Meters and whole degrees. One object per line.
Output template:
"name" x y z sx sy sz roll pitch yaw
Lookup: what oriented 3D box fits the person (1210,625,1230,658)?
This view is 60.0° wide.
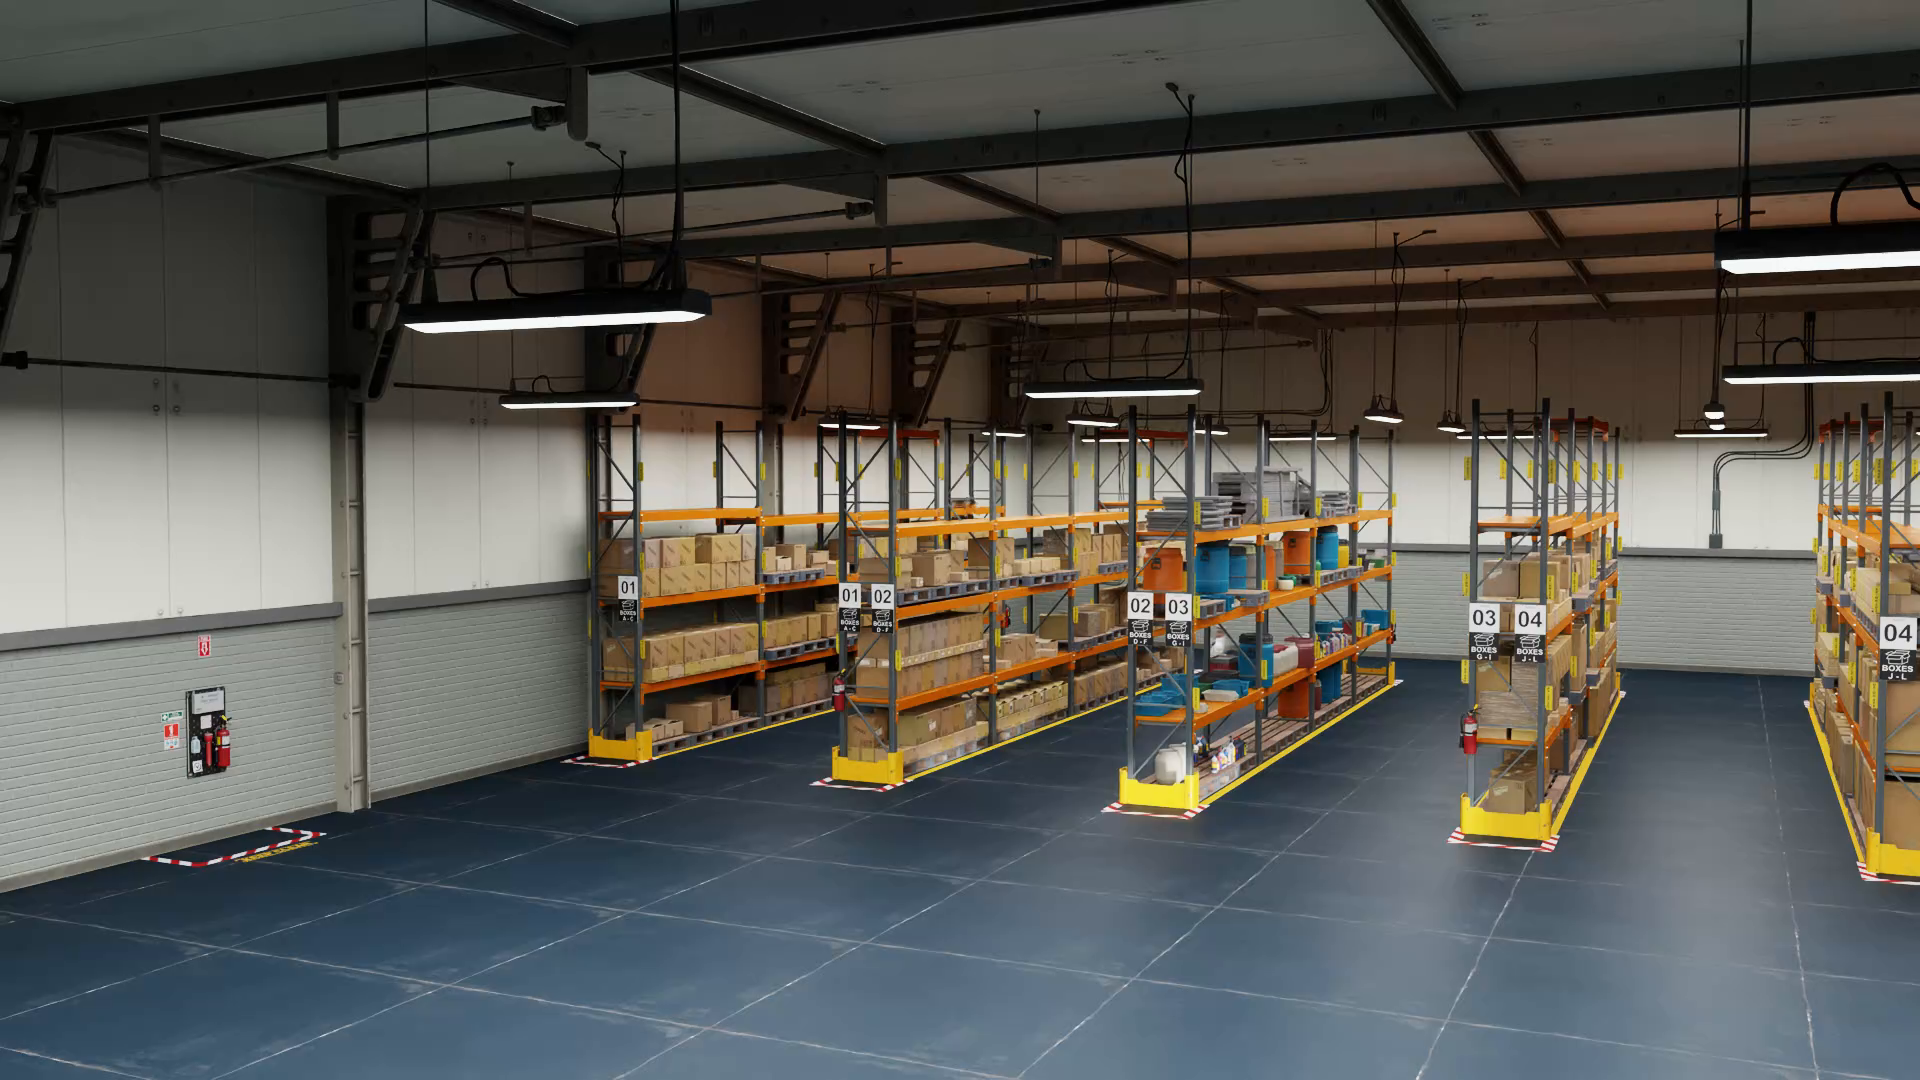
"person" 5.465 2.678 35.176 0.475 1.754 0.599 0 2 5

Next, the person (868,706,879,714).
"person" -1.734 2.860 32.799 0.335 1.628 0.499 0 2 9
